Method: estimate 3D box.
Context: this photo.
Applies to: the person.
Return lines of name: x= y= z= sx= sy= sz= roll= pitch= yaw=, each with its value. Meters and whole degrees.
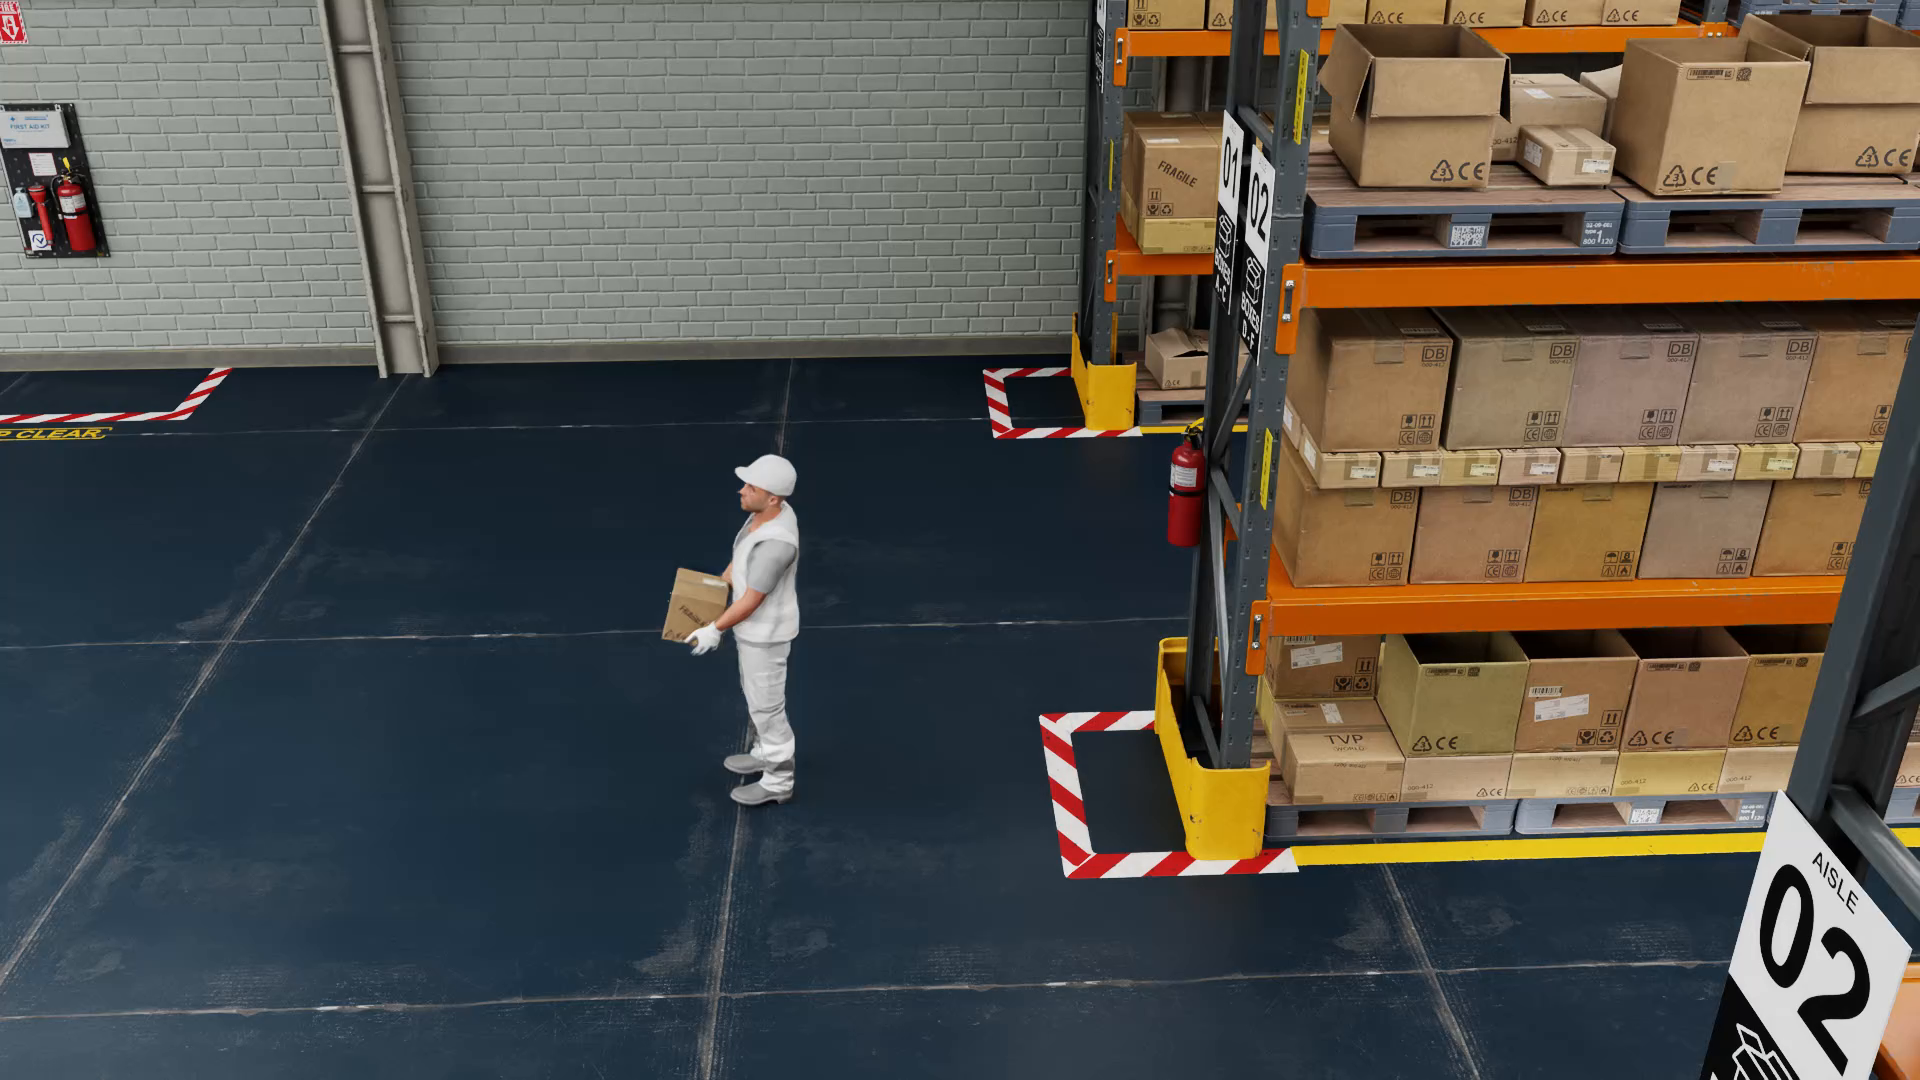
person: x=-1.003 y=0.430 z=7.757 sx=0.552 sy=1.793 sz=0.514 roll=-4 pitch=28 yaw=-8
